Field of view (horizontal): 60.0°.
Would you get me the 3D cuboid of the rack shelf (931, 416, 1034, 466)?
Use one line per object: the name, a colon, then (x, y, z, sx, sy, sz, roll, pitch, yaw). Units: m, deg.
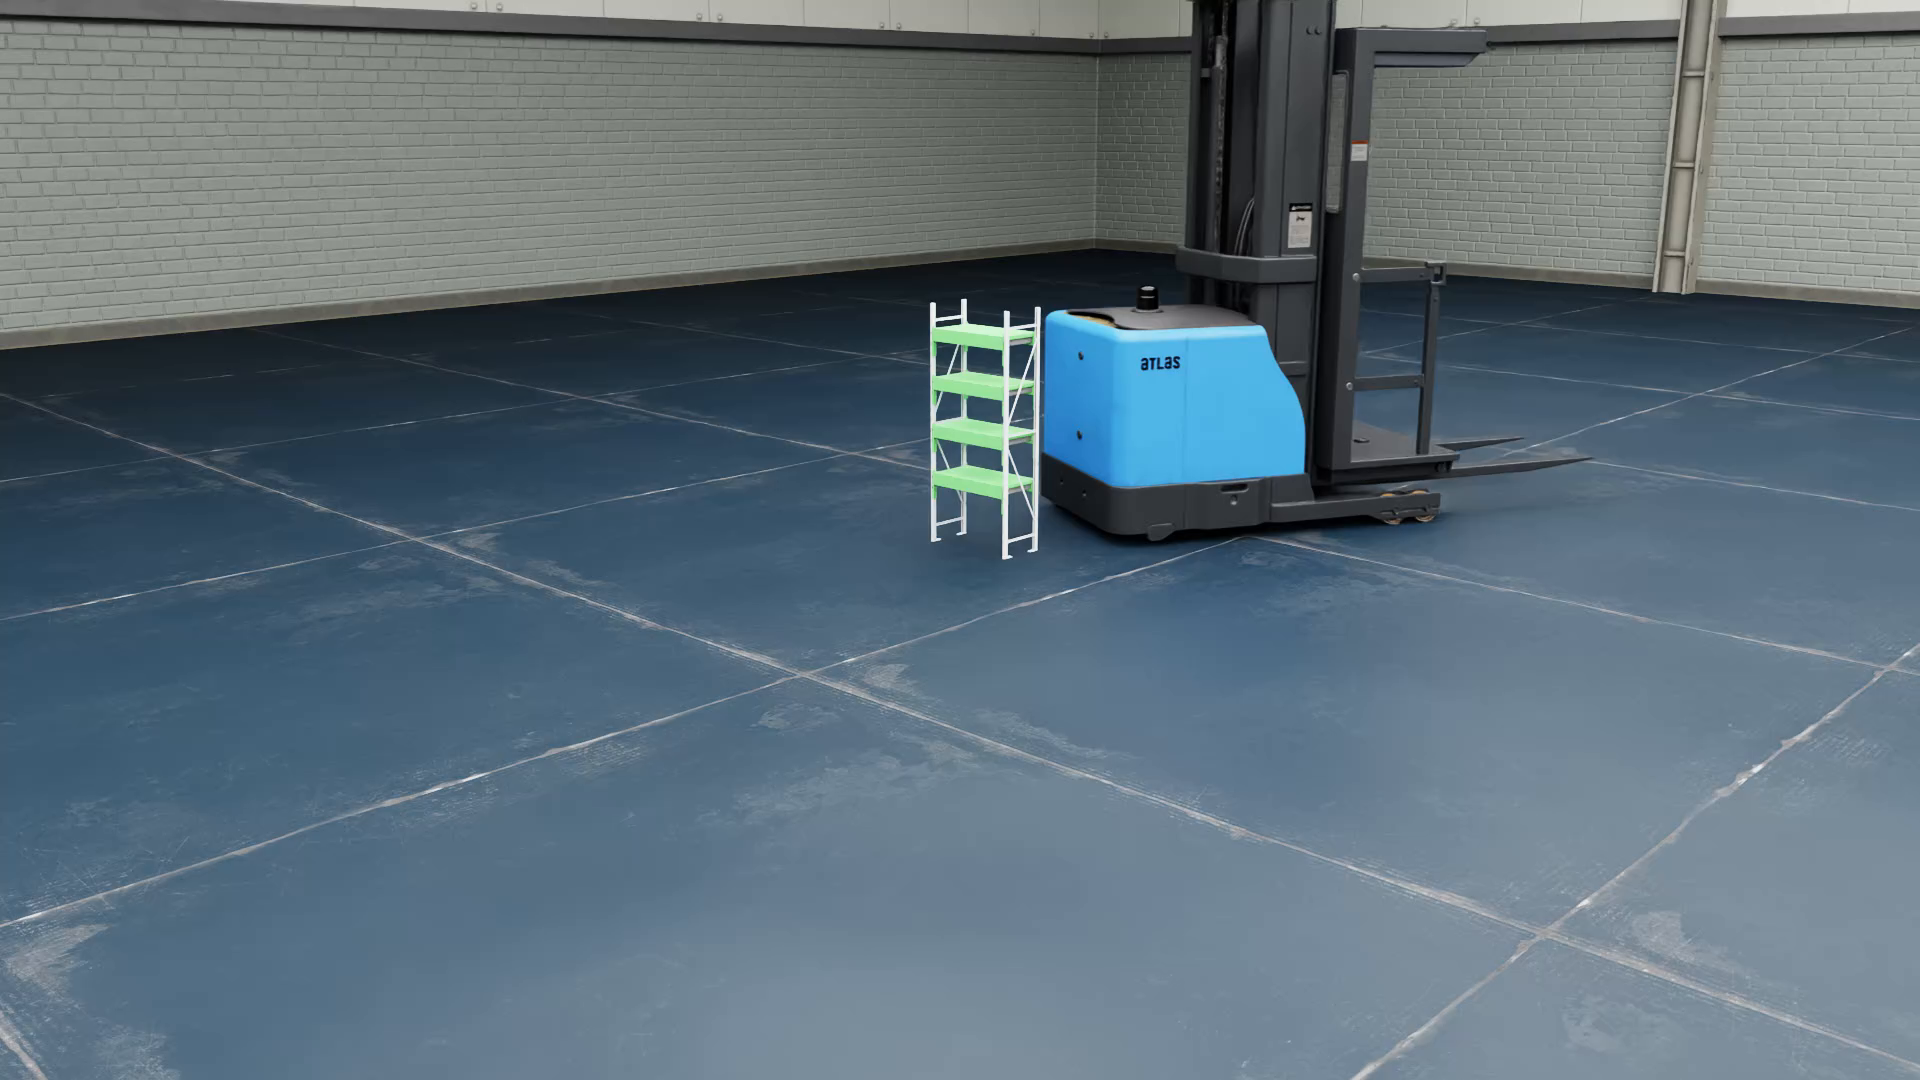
rack shelf: (0.119, -0.490, 8.186, 0.480, 0.148, 0.258, 14, 20, 42)

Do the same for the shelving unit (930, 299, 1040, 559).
shelving unit: (0.119, -0.552, 8.170, 0.503, 1.200, 0.258, 14, 20, 42)

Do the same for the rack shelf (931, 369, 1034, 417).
rack shelf: (0.119, -0.722, 8.125, 0.480, 0.148, 0.258, 14, 20, 42)

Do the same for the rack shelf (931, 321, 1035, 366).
rack shelf: (0.119, -0.954, 8.065, 0.480, 0.148, 0.258, 14, 20, 42)

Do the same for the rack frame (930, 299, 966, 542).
rack frame: (-0.056, -0.594, 8.333, 0.015, 1.200, 0.240, 14, 20, 42)

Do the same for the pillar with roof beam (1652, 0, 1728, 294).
pillar with roof beam: (5.474, -6.514, 15.583, 0.400, 9.000, 9.100, 14, 20, 42)

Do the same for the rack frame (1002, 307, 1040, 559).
rack frame: (0.295, -0.509, 8.006, 0.015, 1.200, 0.240, 14, 20, 42)

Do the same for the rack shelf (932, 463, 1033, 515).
rack shelf: (0.119, -0.258, 8.246, 0.480, 0.148, 0.258, 14, 20, 42)

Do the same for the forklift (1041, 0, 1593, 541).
forklift: (2.015, -1.618, 8.827, 3.031, 2.935, 1.130, -5, 15, -19)
